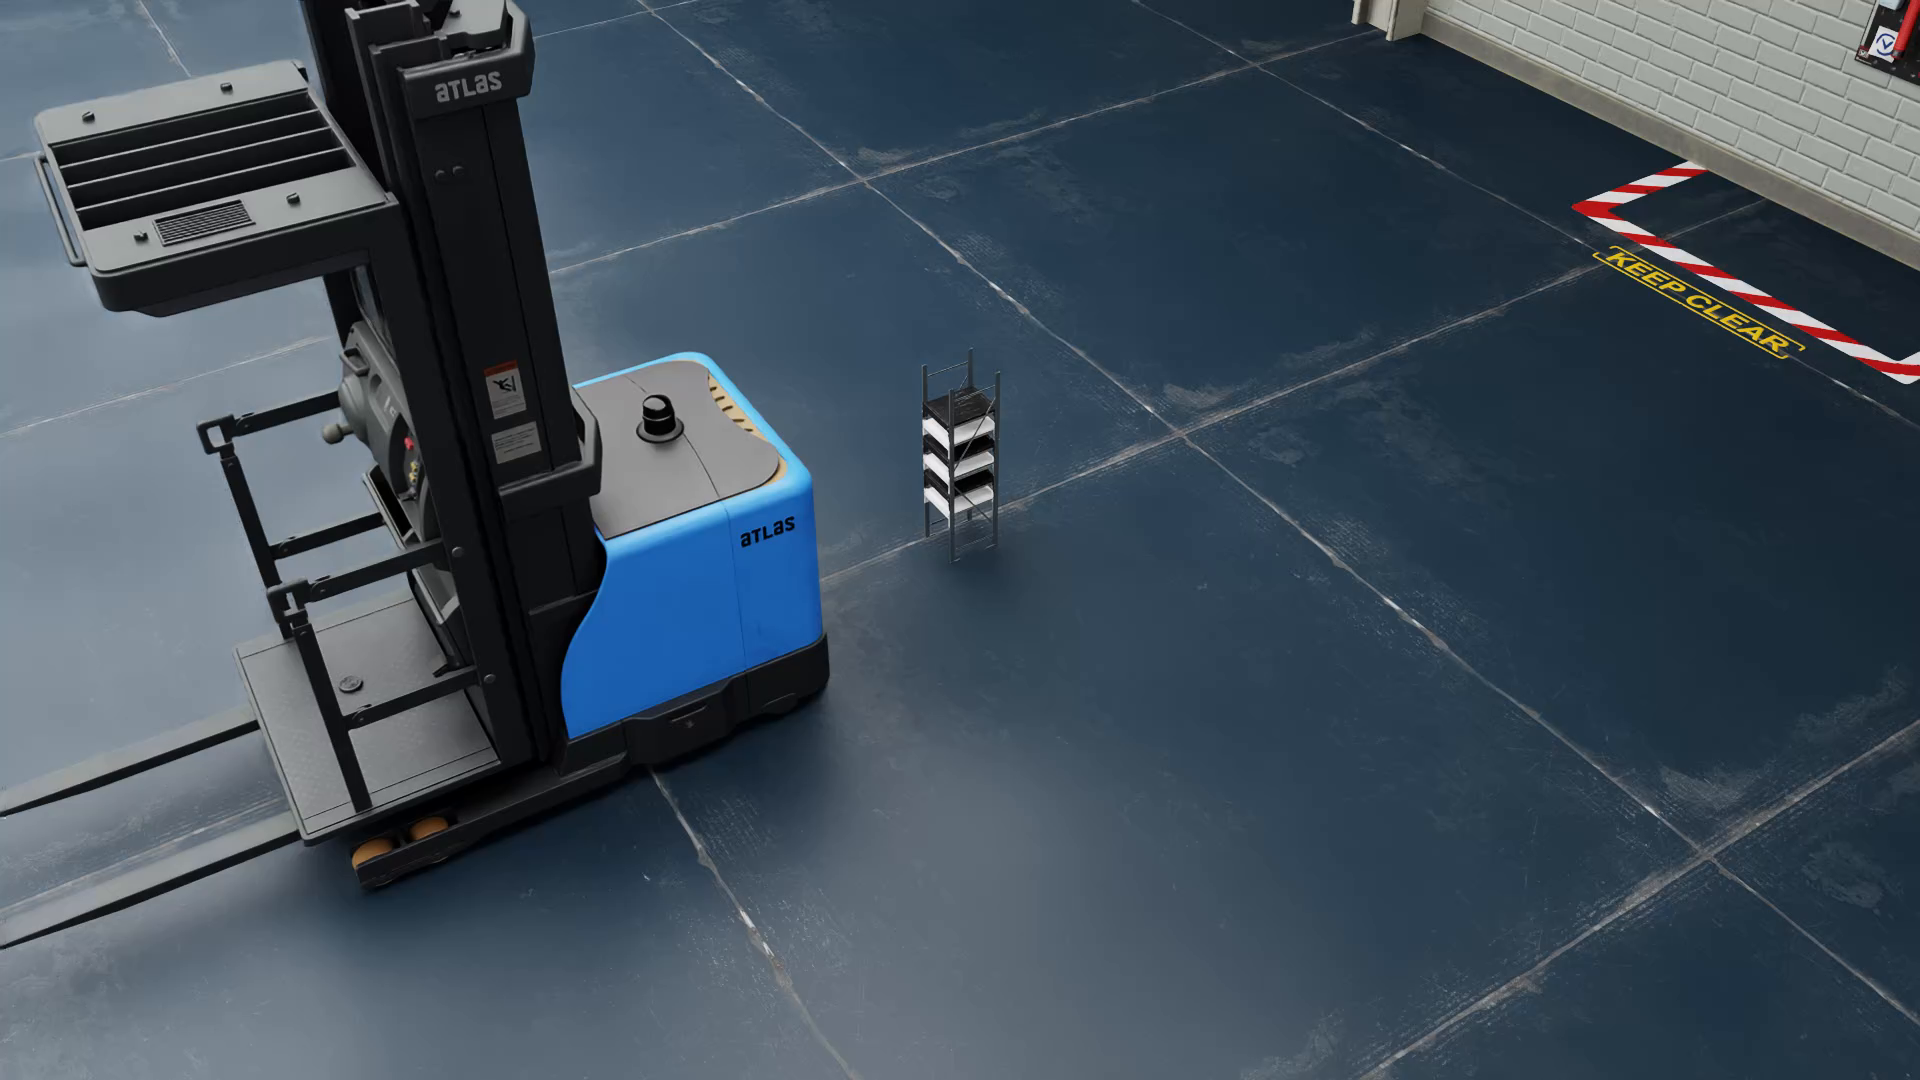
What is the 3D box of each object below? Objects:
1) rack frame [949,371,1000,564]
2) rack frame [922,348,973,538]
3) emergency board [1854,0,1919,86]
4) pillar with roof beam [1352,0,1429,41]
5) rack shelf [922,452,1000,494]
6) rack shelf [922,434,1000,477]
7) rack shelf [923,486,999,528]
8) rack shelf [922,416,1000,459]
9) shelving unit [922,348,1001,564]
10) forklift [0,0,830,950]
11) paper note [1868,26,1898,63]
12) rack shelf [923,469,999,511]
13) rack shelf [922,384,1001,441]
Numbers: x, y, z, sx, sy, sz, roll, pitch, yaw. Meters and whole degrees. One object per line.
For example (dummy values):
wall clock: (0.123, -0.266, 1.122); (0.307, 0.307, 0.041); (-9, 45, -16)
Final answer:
rack frame: (0.059, -0.286, 6.891); (0.240, 0.900, 0.006); (-22, 45, -24)
rack frame: (-0.050, -0.396, 7.023); (0.240, 0.900, 0.006); (-22, 45, -24)
emergency board: (4.888, -2.817, 8.287); (0.194, 1.169, 0.643); (-22, 45, -24)
pillar with roof beam: (-0.671, -5.531, 6.858); (9.100, 9.000, 0.400); (-22, 45, -24)
rack shelf: (0.004, -0.316, 6.978); (0.258, 0.077, 0.200); (-22, 45, -24)
rack shelf: (0.004, -0.385, 6.920); (0.258, 0.077, 0.200); (-22, 45, -24)
rack shelf: (0.004, -0.177, 7.093); (0.258, 0.077, 0.200); (-22, 45, -24)
rack shelf: (0.004, -0.454, 6.863); (0.258, 0.077, 0.200); (-22, 45, -24)
shelving unit: (0.004, -0.341, 6.957); (0.258, 0.900, 0.210); (-22, 45, -24)
forklift: (-2.039, -0.309, 5.331); (3.031, 2.935, 1.130); (-21, 44, -23)
paper note: (4.851, -2.598, 8.713); (0.016, 0.148, 0.142); (-22, 45, -24)
rack shelf: (0.004, -0.247, 7.036); (0.258, 0.077, 0.200); (-22, 45, -24)
rack shelf: (0.004, -0.523, 6.805); (0.258, 0.077, 0.200); (-22, 45, -24)
